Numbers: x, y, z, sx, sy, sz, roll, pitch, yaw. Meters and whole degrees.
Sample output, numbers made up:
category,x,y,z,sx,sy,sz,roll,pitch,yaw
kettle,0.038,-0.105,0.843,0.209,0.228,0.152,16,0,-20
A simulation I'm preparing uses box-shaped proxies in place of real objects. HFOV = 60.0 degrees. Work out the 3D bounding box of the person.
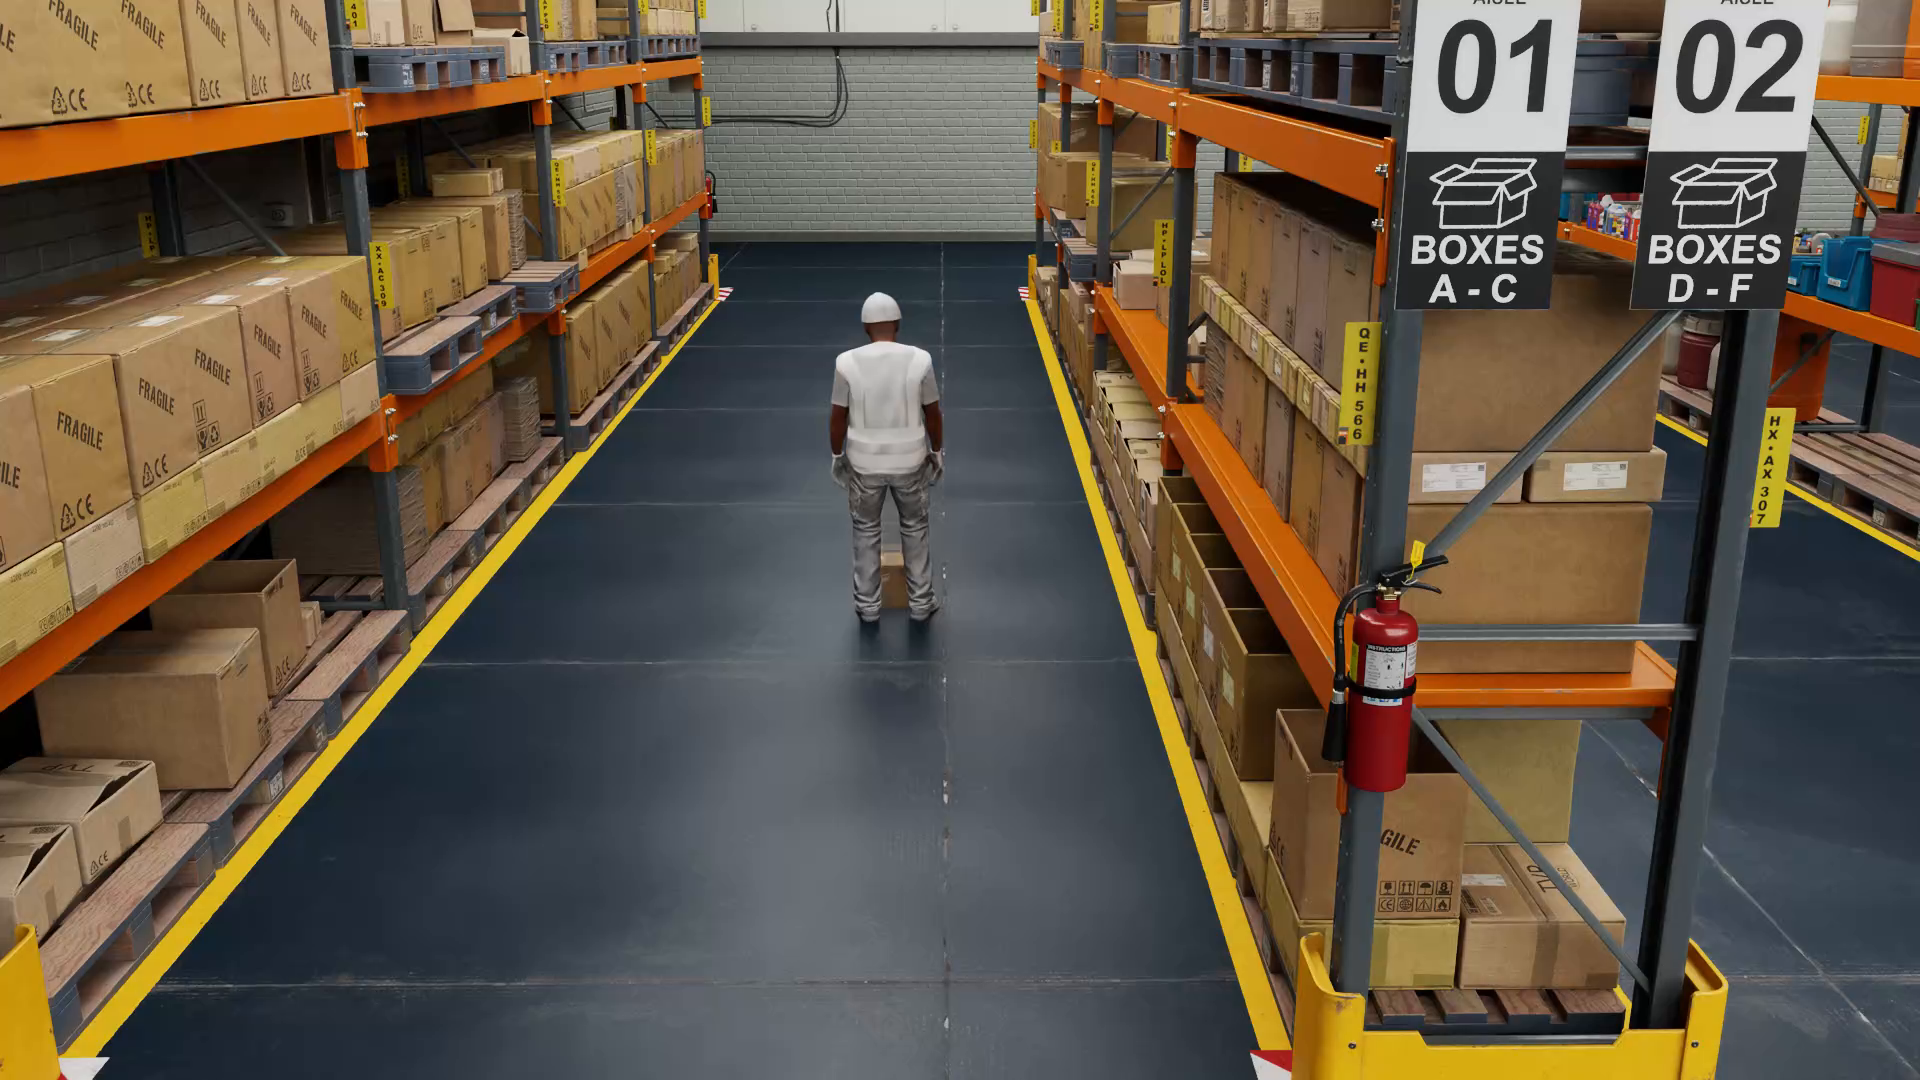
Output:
category,x,y,z,sx,sy,sz,roll,pitch,yaw
person,-0.393,-0.433,8.949,0.608,1.773,0.449,-1,17,-3
